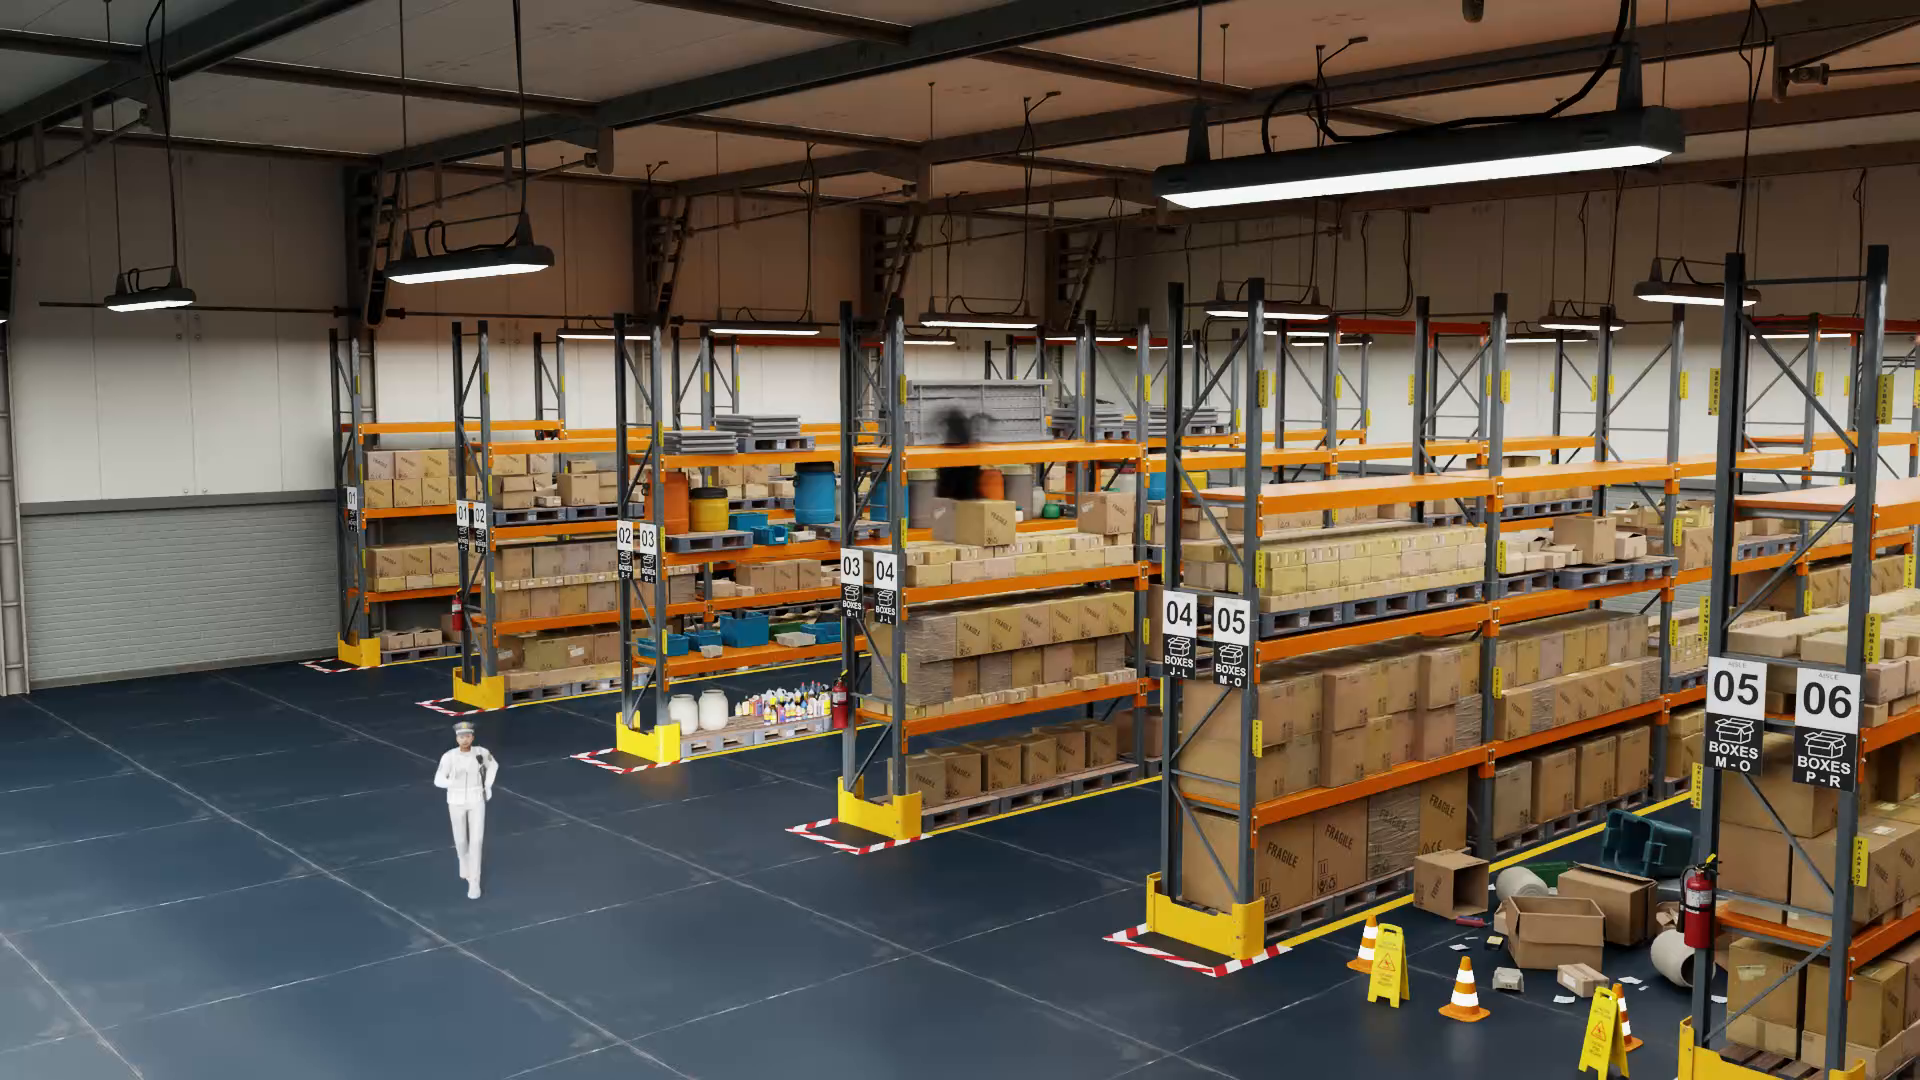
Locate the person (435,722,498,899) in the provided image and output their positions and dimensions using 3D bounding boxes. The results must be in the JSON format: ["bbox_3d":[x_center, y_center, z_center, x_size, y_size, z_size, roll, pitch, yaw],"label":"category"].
[{"bbox_3d":[-4.931,2.639,16.640,0.610,1.670,0.910,-2,6,-15],"label":"person"}]
